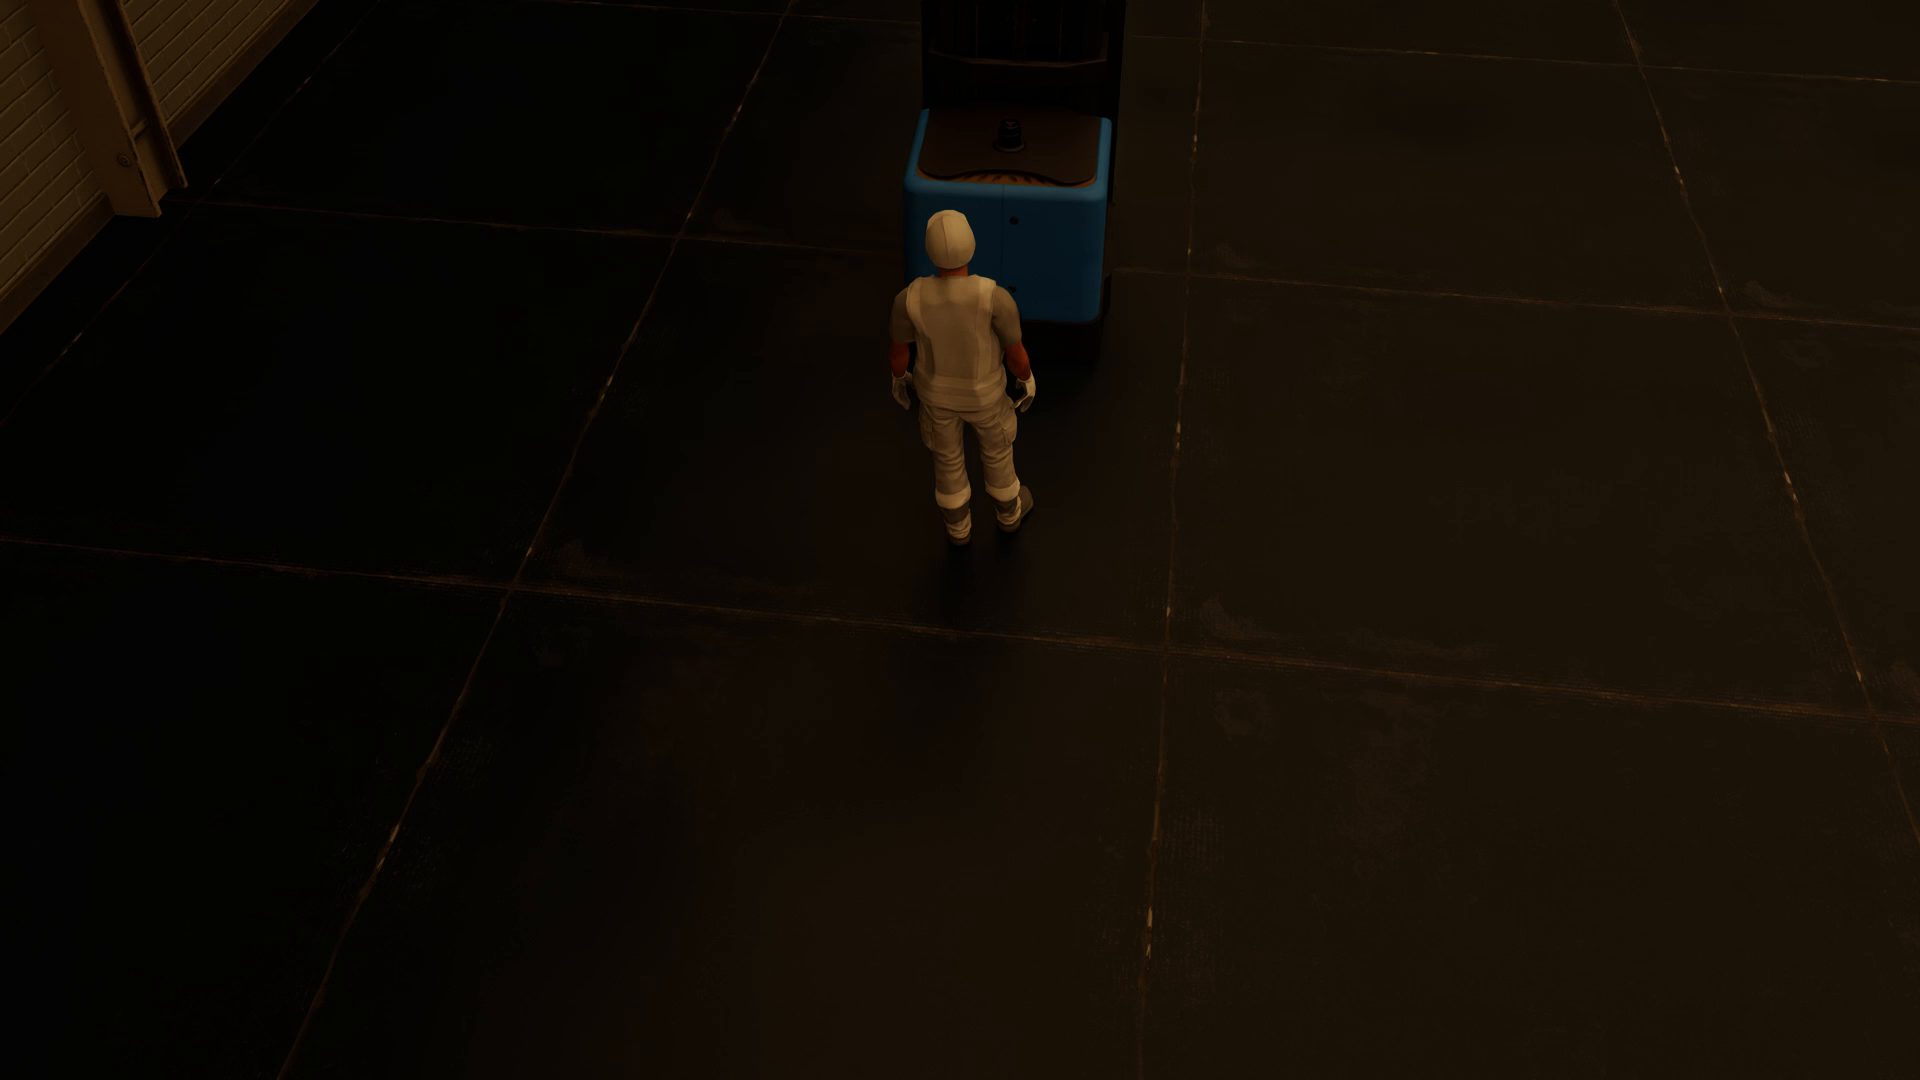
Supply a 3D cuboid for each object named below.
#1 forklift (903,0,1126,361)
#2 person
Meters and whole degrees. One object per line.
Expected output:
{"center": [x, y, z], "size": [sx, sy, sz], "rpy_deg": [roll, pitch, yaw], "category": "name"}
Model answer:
{"center": [0.363, -3.021, 9.013], "size": [1.130, 2.935, 3.031], "rpy_deg": [4, 43, 4], "category": "forklift"}
{"center": [0.021, -0.717, 7.339], "size": [0.638, 1.789, 0.562], "rpy_deg": [5, 43, 6], "category": "person"}
